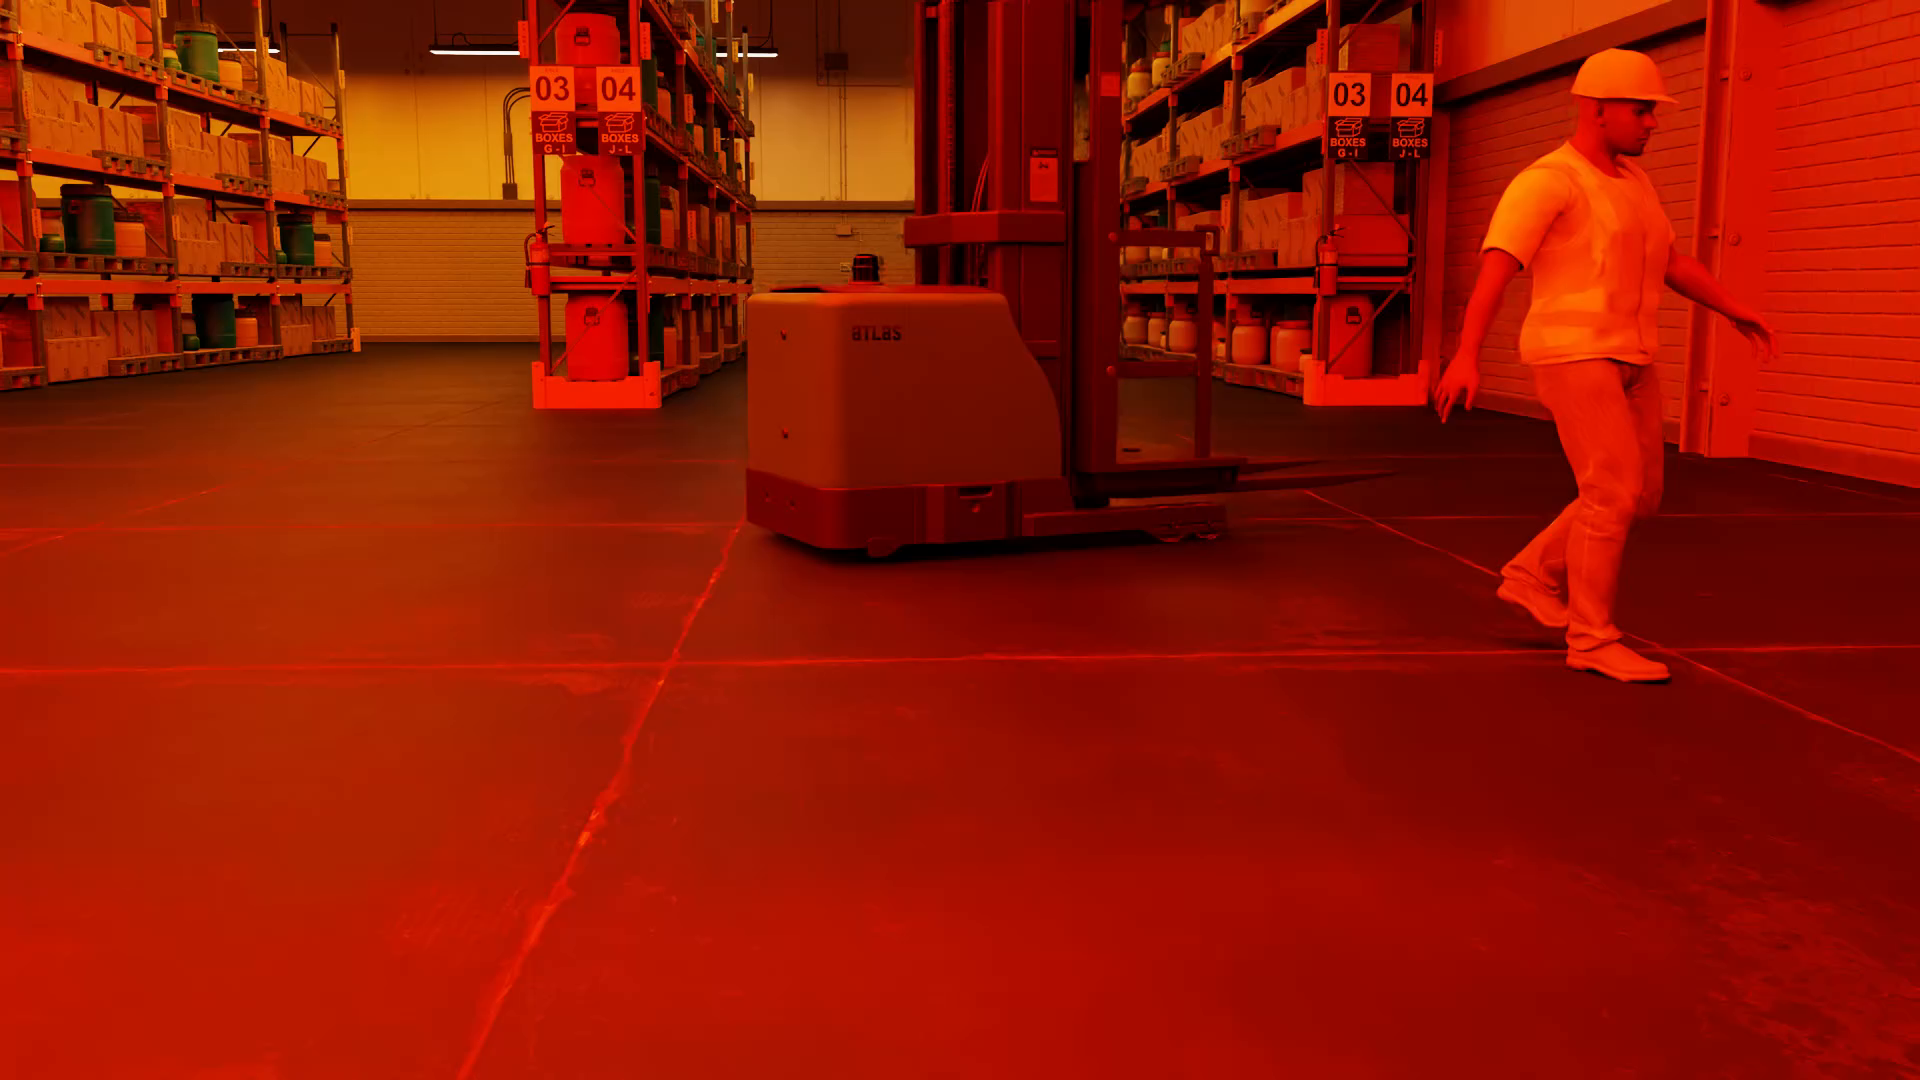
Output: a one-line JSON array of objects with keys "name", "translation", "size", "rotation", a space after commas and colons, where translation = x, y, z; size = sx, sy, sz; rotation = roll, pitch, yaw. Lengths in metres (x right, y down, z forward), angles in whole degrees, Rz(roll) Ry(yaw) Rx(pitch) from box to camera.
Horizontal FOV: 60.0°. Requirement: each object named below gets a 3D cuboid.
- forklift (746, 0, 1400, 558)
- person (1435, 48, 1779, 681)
[{"name": "forklift", "translation": [0.607, -1.502, 7.444], "size": [3.031, 2.935, 1.130], "rotation": [-4, 9, -26]}, {"name": "person", "translation": [1.820, -0.505, 4.765], "size": [0.907, 1.746, 0.684], "rotation": [-7, 11, -41]}]
